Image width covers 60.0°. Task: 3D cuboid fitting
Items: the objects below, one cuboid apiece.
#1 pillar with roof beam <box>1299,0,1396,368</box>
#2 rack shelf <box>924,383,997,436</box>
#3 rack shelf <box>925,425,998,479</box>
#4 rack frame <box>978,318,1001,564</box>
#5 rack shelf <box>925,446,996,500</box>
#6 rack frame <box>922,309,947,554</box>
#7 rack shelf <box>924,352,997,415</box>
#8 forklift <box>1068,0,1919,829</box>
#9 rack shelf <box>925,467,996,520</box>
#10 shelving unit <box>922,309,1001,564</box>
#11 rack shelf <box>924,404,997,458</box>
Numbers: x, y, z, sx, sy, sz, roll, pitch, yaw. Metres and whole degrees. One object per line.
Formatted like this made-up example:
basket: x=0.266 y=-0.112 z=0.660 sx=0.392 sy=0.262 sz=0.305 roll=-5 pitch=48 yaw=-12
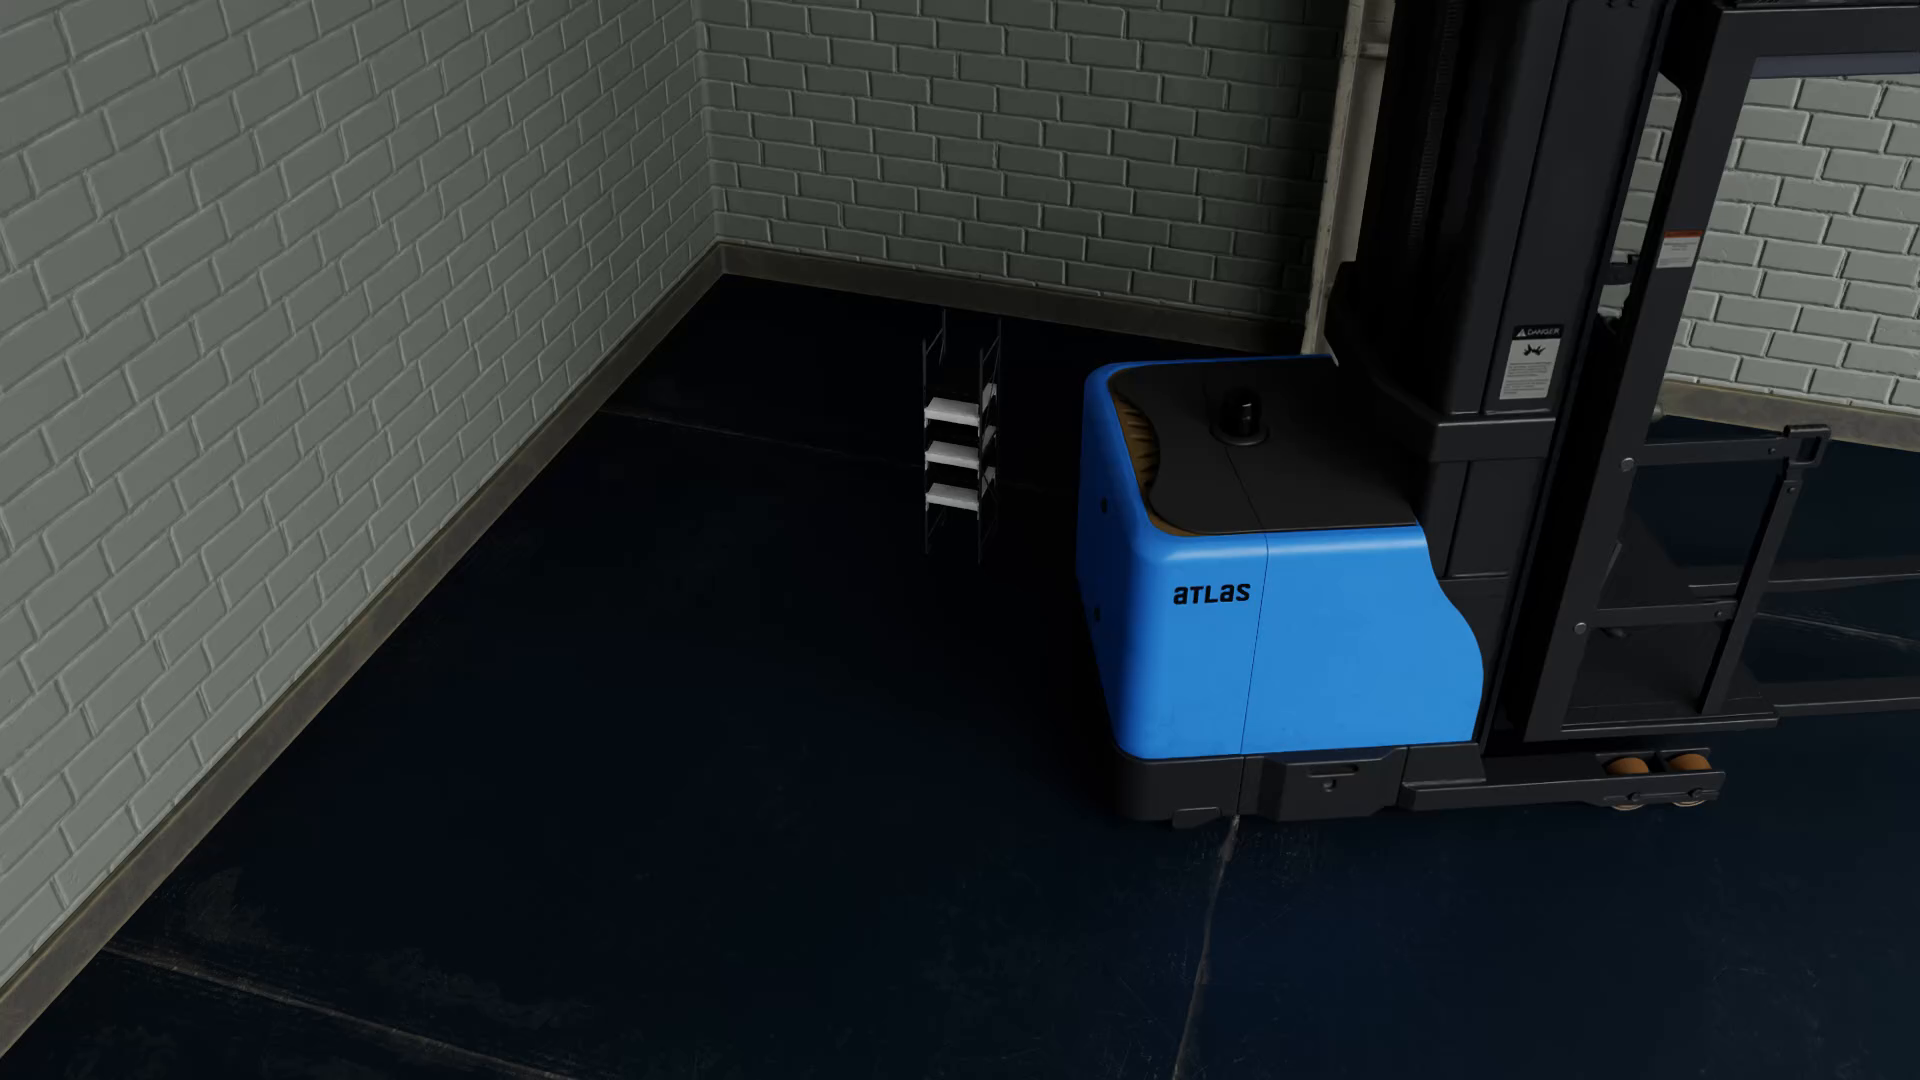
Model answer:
pillar with roof beam: x=0.381 y=-1.881 z=1.214 sx=0.400 sy=9.000 sz=9.100 roll=10 pitch=38 yaw=14
rack shelf: x=0.008 y=-0.479 z=5.894 sx=0.200 sy=0.077 sz=0.258 roll=10 pitch=38 yaw=14
rack shelf: x=0.008 y=-0.334 z=6.001 sx=0.200 sy=0.077 sz=0.258 roll=10 pitch=38 yaw=14
rack frame: x=0.105 y=-0.343 z=5.957 sx=0.006 sy=0.900 sz=0.240 roll=10 pitch=38 yaw=14
rack shelf: x=0.008 y=-0.262 z=6.054 sx=0.200 sy=0.077 sz=0.258 roll=10 pitch=38 yaw=14
rack frame: x=-0.089 y=-0.379 z=6.006 sx=0.006 sy=0.900 sz=0.240 roll=10 pitch=38 yaw=14
rack shelf: x=0.008 y=-0.552 z=5.841 sx=0.200 sy=0.077 sz=0.258 roll=10 pitch=38 yaw=14
forklift: x=1.920 y=-0.660 z=4.674 sx=3.031 sy=2.935 sz=1.130 roll=-3 pitch=36 yaw=-4
rack shelf: x=0.008 y=-0.189 z=6.108 sx=0.200 sy=0.077 sz=0.258 roll=10 pitch=38 yaw=14
shelving unit: x=0.008 y=-0.361 z=5.981 sx=0.210 sy=0.900 sz=0.258 roll=10 pitch=38 yaw=14
rack shelf: x=0.008 y=-0.407 z=5.948 sx=0.200 sy=0.077 sz=0.258 roll=10 pitch=38 yaw=14
